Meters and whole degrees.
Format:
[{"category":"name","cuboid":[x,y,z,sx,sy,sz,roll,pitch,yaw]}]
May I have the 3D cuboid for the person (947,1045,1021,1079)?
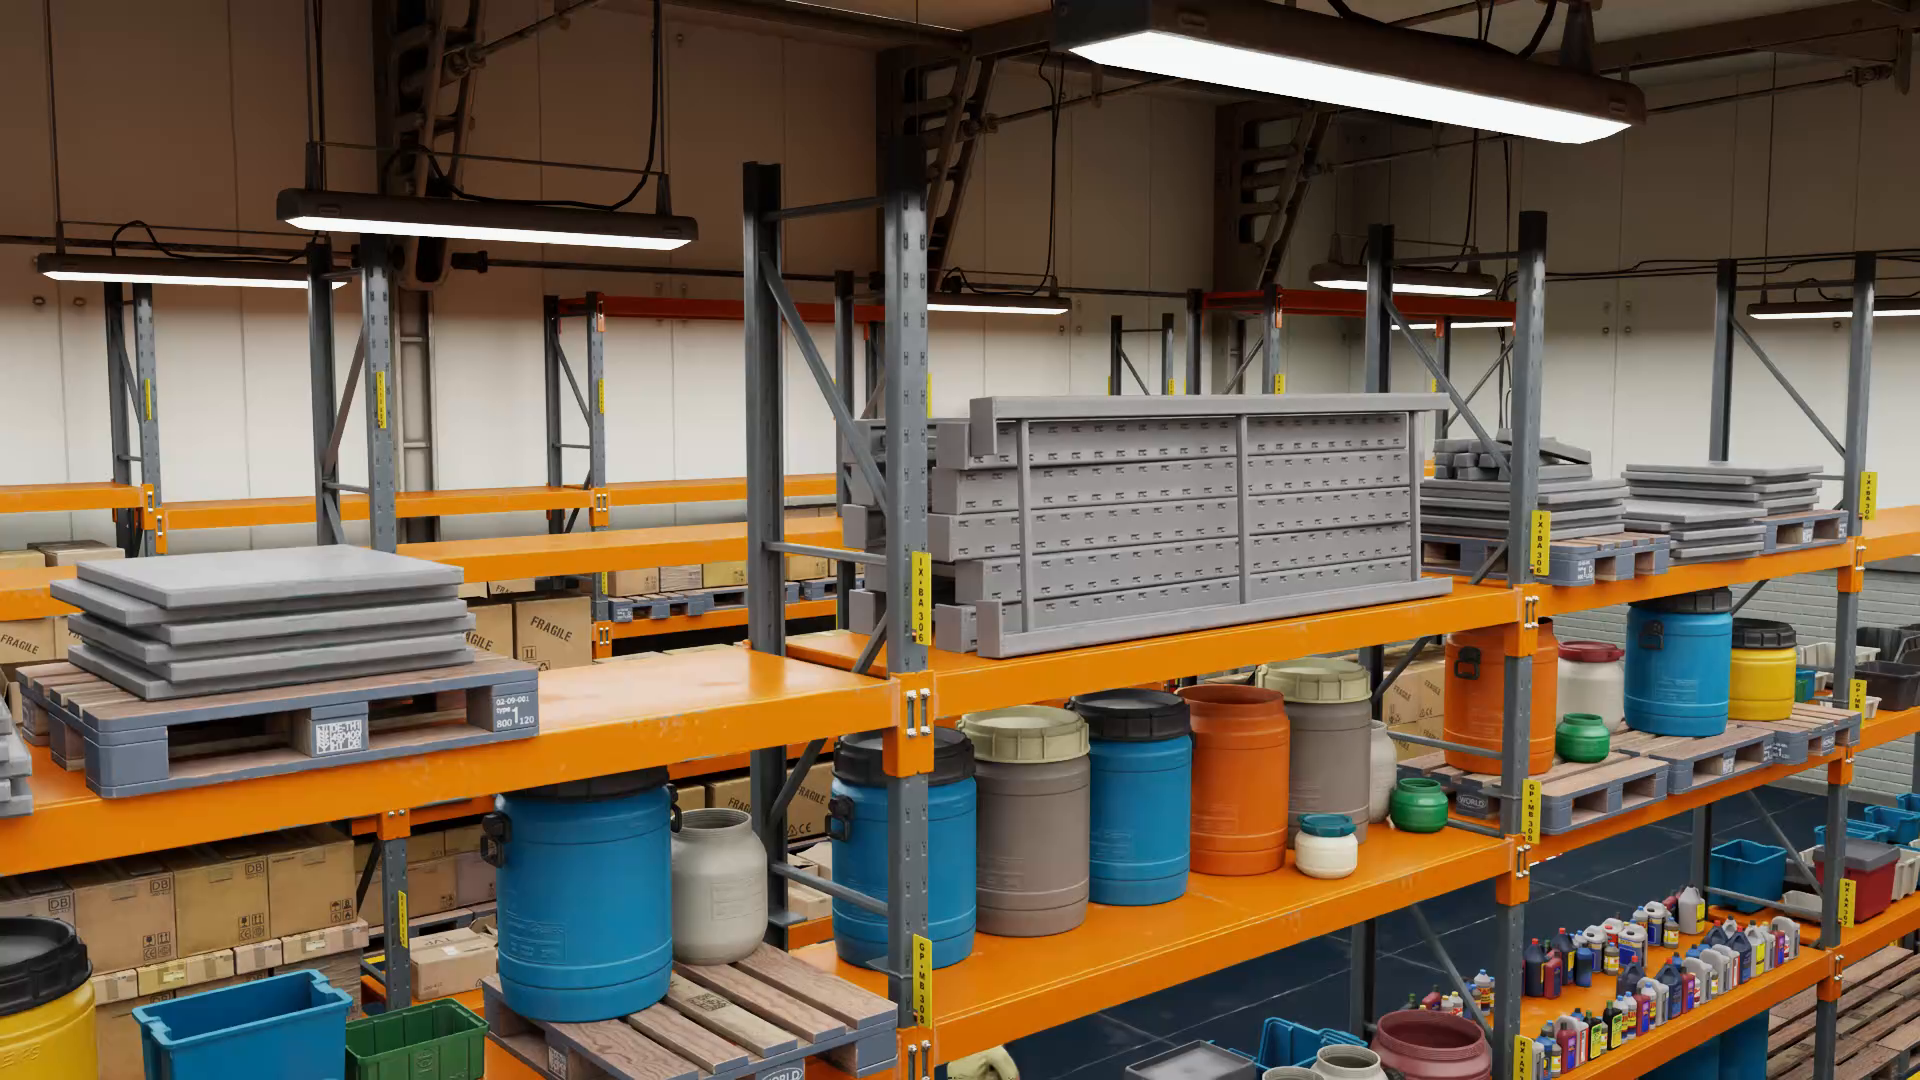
[{"category":"person","cuboid":[0.138,3.433,9.666,0.580,1.642,0.577,-4,7,-37]}]
